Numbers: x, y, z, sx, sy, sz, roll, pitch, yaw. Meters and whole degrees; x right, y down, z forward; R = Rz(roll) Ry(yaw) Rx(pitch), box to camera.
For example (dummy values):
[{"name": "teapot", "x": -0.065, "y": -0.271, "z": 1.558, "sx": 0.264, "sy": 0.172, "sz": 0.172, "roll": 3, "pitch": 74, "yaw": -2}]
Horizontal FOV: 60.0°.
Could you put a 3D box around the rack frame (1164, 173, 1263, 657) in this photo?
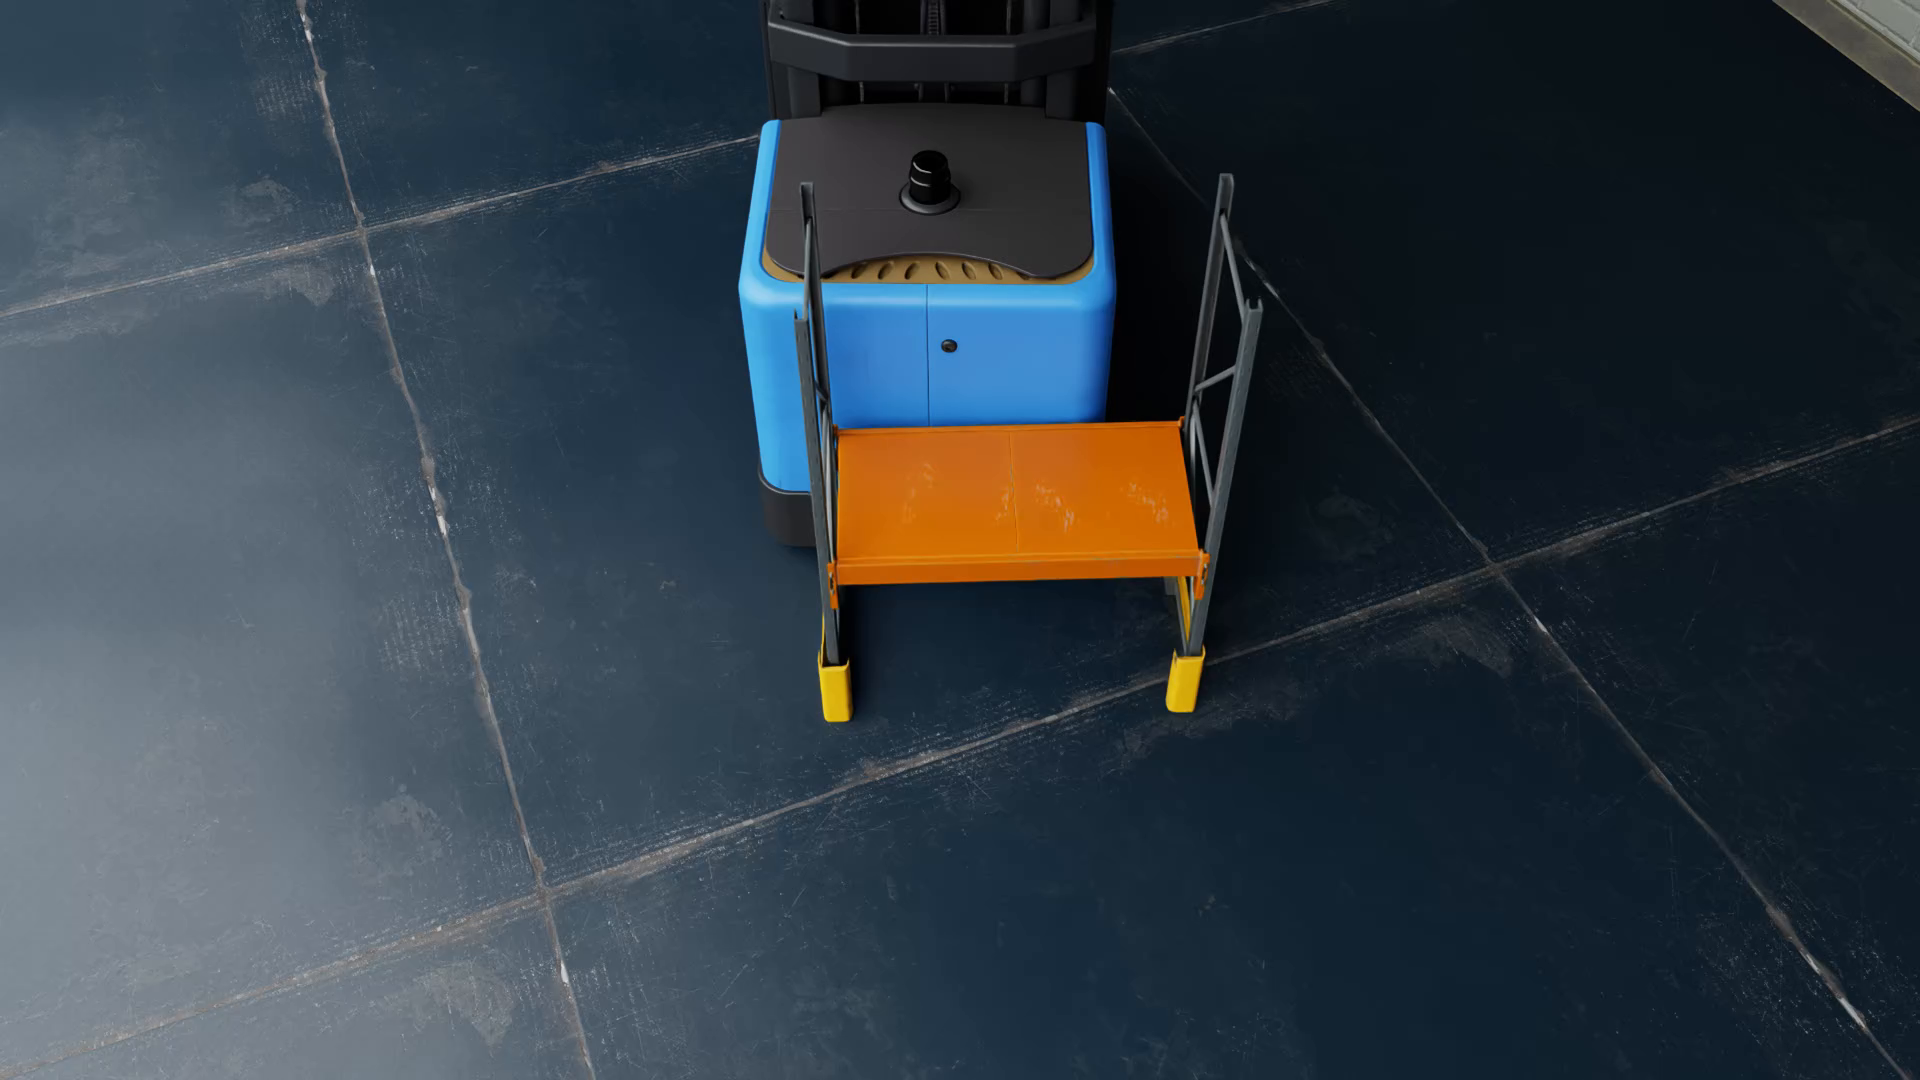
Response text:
[{"name": "rack frame", "x": 0.654, "y": -0.212, "z": 4.443, "sx": 0.032, "sy": 1.500, "sz": 0.500, "roll": -1, "pitch": 49, "yaw": -1}]

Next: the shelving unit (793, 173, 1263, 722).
[{"name": "shelving unit", "x": 0.137, "y": -0.199, "z": 4.432, "sx": 1.083, "sy": 1.500, "sz": 0.587, "roll": -1, "pitch": 49, "yaw": -1}]

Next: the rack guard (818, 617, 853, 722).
[{"name": "rack guard", "x": -0.361, "y": 0.221, "z": 4.896, "sx": 0.087, "sy": 0.250, "sz": 0.587, "roll": -1, "pitch": 49, "yaw": -1}]

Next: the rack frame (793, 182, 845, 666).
[{"name": "rack frame", "x": -0.362, "y": -0.186, "z": 4.421, "sx": 0.032, "sy": 1.500, "sz": 0.500, "roll": -1, "pitch": 49, "yaw": -1}]

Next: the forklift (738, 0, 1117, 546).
[{"name": "forklift", "x": -0.070, "y": -2.034, "z": 5.064, "sx": 1.130, "sy": 2.935, "sz": 3.031, "roll": 1, "pitch": 49, "yaw": 0}]

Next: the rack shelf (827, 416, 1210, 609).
[{"name": "rack shelf", "x": 0.146, "y": -0.082, "z": 4.569, "sx": 1.000, "sy": 0.185, "sz": 0.538, "roll": -1, "pitch": 49, "yaw": -1}]

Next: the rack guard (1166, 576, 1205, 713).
[{"name": "rack guard", "x": 0.634, "y": 0.196, "z": 4.917, "sx": 0.087, "sy": 0.250, "sz": 0.587, "roll": -1, "pitch": 49, "yaw": -1}]
